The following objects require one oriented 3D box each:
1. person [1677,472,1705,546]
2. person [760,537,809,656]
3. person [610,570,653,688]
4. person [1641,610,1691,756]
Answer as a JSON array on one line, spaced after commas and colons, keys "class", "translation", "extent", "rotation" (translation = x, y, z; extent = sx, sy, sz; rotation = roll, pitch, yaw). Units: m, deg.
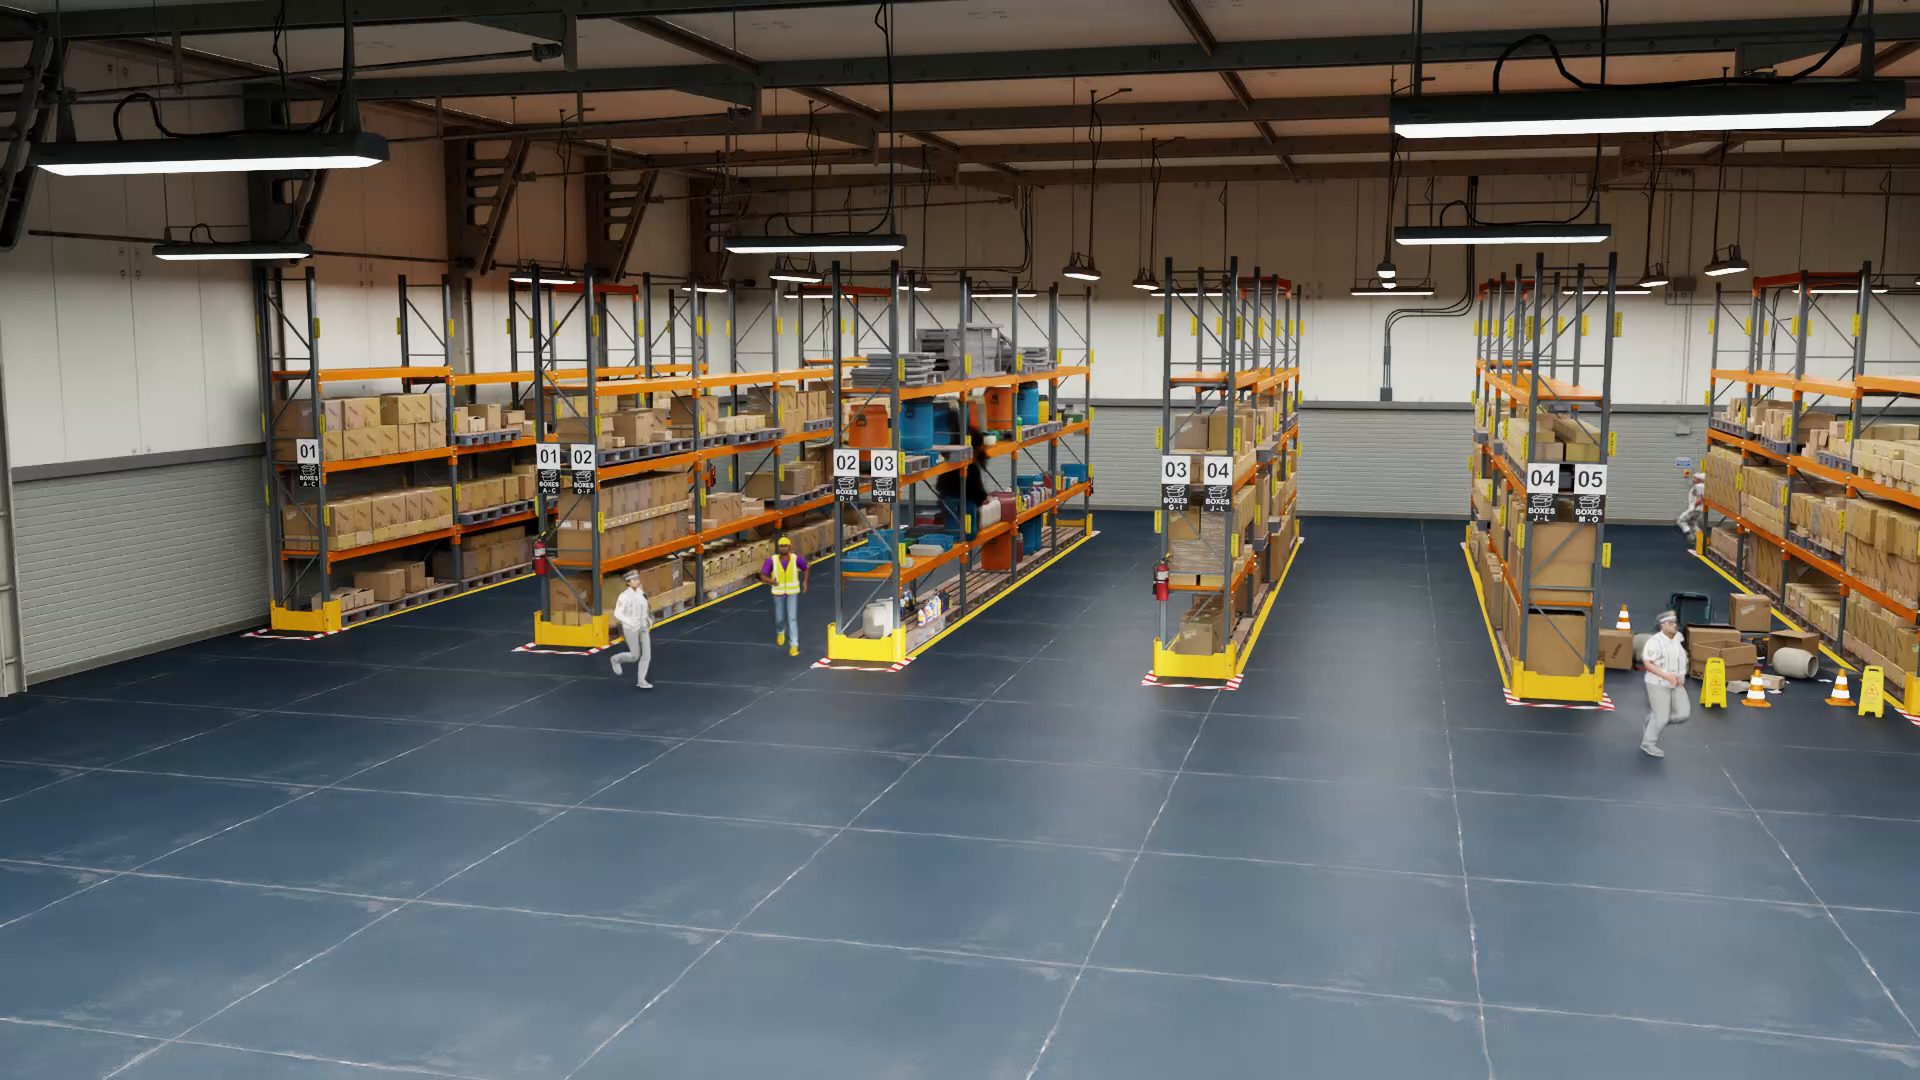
[{"class": "person", "translation": [16.854, -0.713, 38.278], "extent": [0.599, 1.738, 0.732], "rotation": [6, 10, 41]}, {"class": "person", "translation": [-2.678, 0.824, 25.434], "extent": [0.746, 1.753, 0.972], "rotation": [-1, 7, -4]}, {"class": "person", "translation": [-4.568, 1.231, 23.308], "extent": [0.742, 1.661, 0.617], "rotation": [5, 9, 35]}, {"class": "person", "translation": [8.324, 1.677, 19.546], "extent": [0.693, 1.747, 0.661], "rotation": [-3, 8, -21]}]
